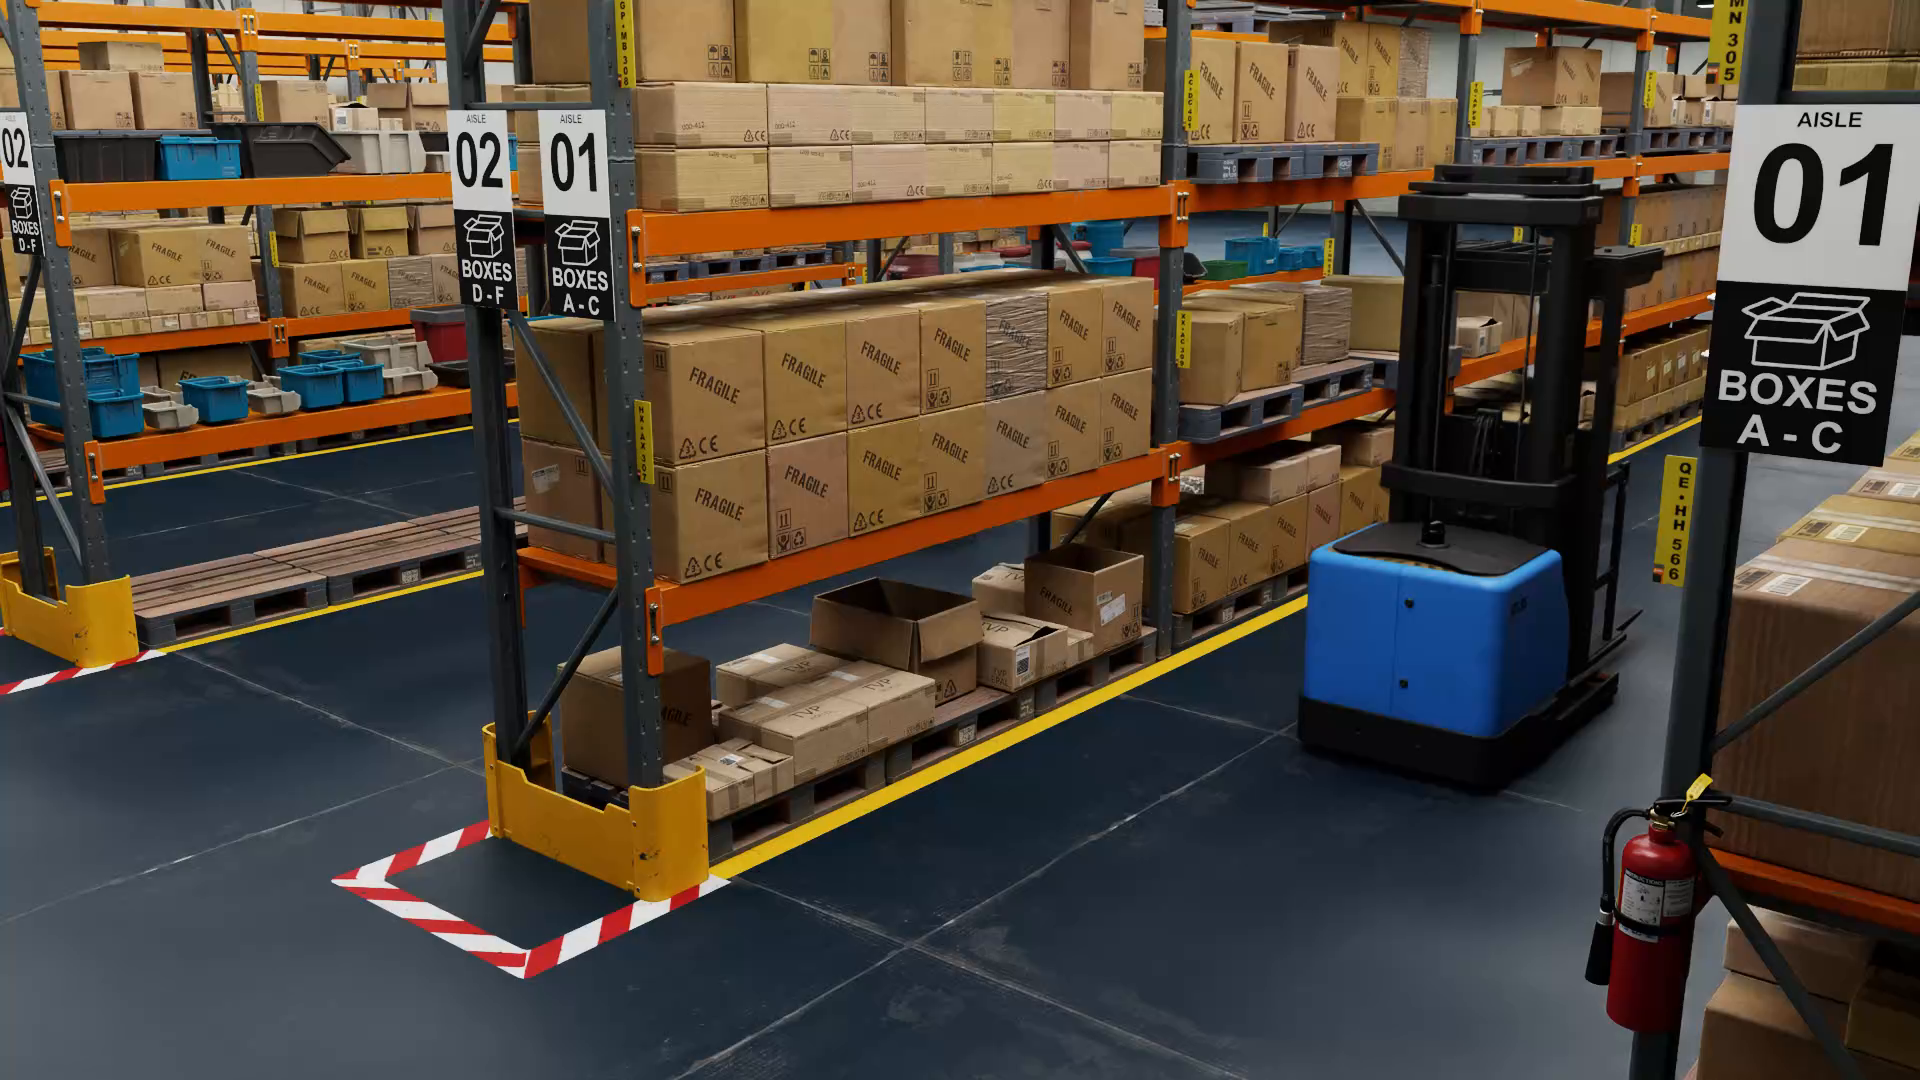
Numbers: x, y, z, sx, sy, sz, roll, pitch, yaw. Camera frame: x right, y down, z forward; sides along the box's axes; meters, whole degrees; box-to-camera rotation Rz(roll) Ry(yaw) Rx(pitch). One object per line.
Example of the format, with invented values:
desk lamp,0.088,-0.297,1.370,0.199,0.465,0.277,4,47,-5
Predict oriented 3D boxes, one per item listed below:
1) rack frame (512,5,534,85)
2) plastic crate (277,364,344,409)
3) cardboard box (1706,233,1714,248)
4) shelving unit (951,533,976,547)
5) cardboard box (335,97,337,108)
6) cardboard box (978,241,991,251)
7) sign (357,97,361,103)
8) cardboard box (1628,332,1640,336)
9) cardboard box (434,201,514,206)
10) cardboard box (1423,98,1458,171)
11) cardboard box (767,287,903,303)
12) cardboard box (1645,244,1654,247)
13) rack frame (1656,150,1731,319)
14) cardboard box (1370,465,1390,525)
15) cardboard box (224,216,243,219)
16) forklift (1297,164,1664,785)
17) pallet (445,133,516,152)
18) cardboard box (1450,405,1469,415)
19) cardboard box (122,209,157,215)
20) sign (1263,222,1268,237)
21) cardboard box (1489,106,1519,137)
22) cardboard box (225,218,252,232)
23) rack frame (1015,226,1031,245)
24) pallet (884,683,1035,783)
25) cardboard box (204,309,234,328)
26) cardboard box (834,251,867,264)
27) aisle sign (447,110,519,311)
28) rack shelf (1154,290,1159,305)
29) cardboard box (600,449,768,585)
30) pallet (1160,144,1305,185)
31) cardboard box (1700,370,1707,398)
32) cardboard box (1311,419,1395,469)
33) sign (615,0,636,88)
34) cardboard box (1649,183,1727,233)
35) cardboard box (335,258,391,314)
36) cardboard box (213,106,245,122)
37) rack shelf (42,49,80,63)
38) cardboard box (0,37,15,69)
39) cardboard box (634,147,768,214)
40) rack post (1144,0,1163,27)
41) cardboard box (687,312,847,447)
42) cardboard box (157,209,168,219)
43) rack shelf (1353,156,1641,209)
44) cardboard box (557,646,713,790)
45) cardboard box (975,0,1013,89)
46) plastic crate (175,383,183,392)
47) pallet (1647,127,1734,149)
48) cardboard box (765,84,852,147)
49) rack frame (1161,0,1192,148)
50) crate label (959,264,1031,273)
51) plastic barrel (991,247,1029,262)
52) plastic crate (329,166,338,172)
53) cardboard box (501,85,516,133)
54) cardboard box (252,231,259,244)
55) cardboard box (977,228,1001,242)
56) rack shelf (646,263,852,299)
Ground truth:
rack frame,-2.999,-4.489,12.253,1.000,3.000,0.127,11,18,38
plastic crate,-4.274,-1.012,10.967,0.416,0.233,0.300,11,18,38
cardboard box,7.978,-3.273,18.130,0.380,0.149,0.250,11,18,37
shelving unit,-0.034,-0.499,12.690,0.215,1.050,0.252,11,18,38
cardboard box,-12.088,-8.293,32.055,0.797,0.503,0.637,12,19,39
cardboard box,0.229,-4.288,24.158,0.380,0.149,0.250,11,18,38
sign,-7.711,-5.521,21.356,0.100,0.325,0.005,11,18,38
cardboard box,6.939,-1.991,17.814,0.500,0.500,0.500,11,18,38
cardboard box,-5.221,-3.386,17.857,0.797,0.503,0.637,12,18,39
cardboard box,3.118,-2.993,12.255,0.910,0.500,0.500,11,18,38
cardboard box,-0.635,-1.004,8.485,0.500,0.500,0.500,12,19,39
cardboard box,6.682,-2.879,16.578,0.380,0.149,0.250,11,18,37
rack frame,8.394,-3.112,19.017,1.000,3.000,0.127,11,18,38
cardboard box,2.961,-0.366,12.392,0.500,0.500,0.500,12,19,40
cardboard box,-9.232,-4.011,21.006,0.380,0.149,0.250,12,19,40
forklift,3.036,-0.542,9.042,1.130,2.935,3.031,11,18,36
pallet,-5.401,-4.130,17.315,1.003,0.211,1.213,12,19,40
cardboard box,4.144,-1.058,14.524,0.500,0.311,0.500,11,18,37
cardboard box,-12.167,-5.041,24.376,0.500,0.500,0.500,11,18,36
sign,4.118,-4.099,22.342,0.100,0.325,0.005,11,18,38
cardboard box,4.291,-3.471,13.791,0.500,0.250,0.500,11,18,36
cardboard box,-8.897,-3.859,20.405,0.380,0.149,0.250,12,19,40
rack frame,0.691,-4.646,25.055,1.000,3.000,0.127,11,18,38
pallet,-0.347,0.904,8.873,1.003,0.211,1.213,11,18,38
cardboard box,-6.950,-2.067,15.415,0.380,0.149,0.250,12,18,39
cardboard box,-1.454,-3.753,22.049,0.380,0.149,0.250,11,18,38
aisle sign,-1.943,-1.342,6.771,0.394,0.787,0.004,11,18,38
rack shelf,0.772,-2.382,17.603,1.077,0.370,4.000,11,18,38
cardboard box,-1.178,-0.141,7.117,0.500,0.500,0.500,12,18,39
pallet,1.316,-2.291,10.074,1.213,0.211,1.003,11,18,38
cardboard box,7.982,-1.737,18.336,0.500,0.250,0.500,11,18,38
cardboard box,2.928,-0.718,12.255,0.500,0.250,0.500,12,19,40
sign,-1.240,-1.841,6.148,0.100,0.325,0.005,11,18,38
cardboard box,8.057,-3.692,18.461,0.700,0.500,0.500,11,18,38
cardboard box,-6.052,-2.542,16.570,0.500,0.500,0.500,11,18,38
cardboard box,-8.914,-5.061,20.395,0.500,0.500,0.500,11,18,38
rack shelf,-13.302,-6.629,22.952,1.077,0.370,4.000,11,18,38
cardboard box,-8.088,-4.085,13.972,0.500,0.250,0.500,11,18,36
cardboard box,-1.142,-1.488,6.837,0.500,0.250,0.500,11,18,38
rack post,0.859,-5.727,16.722,1.013,1.000,3.121,11,18,38
cardboard box,-0.856,-0.726,7.393,0.500,0.500,0.500,11,18,38
cardboard box,-11.976,-5.173,25.472,0.500,0.500,0.500,11,18,36
rack shelf,4.623,-3.068,14.213,1.077,0.370,4.000,11,18,38
cardboard box,-1.512,0.808,7.769,0.500,0.500,0.500,11,18,38
cardboard box,-0.158,-2.531,8.405,0.700,0.500,0.500,11,18,38
plastic crate,-4.948,-0.954,10.936,0.396,0.136,0.243,11,18,38
pallet,7.929,-4.392,18.142,1.003,0.211,1.213,11,18,38
cardboard box,-0.817,-1.824,7.144,0.500,0.250,0.500,11,18,38
rack frame,0.852,-3.722,9.232,1.000,3.000,0.127,11,18,38
crate label,0.350,-2.513,16.586,0.502,0.435,0.616,11,18,38
plastic barrel,0.524,-2.806,17.538,0.433,0.535,0.433,0,14,0
plastic crate,-4.407,-2.575,11.348,0.437,0.136,0.530,11,18,38
cardboard box,-4.664,-4.693,18.086,0.797,0.503,0.637,13,19,41
cardboard box,-8.733,-3.764,20.637,0.380,0.149,0.250,11,18,37
cardboard box,0.103,-4.623,24.158,0.875,0.500,0.500,11,18,38
rack shelf,-3.080,-3.148,20.620,1.077,0.370,4.000,11,18,38
